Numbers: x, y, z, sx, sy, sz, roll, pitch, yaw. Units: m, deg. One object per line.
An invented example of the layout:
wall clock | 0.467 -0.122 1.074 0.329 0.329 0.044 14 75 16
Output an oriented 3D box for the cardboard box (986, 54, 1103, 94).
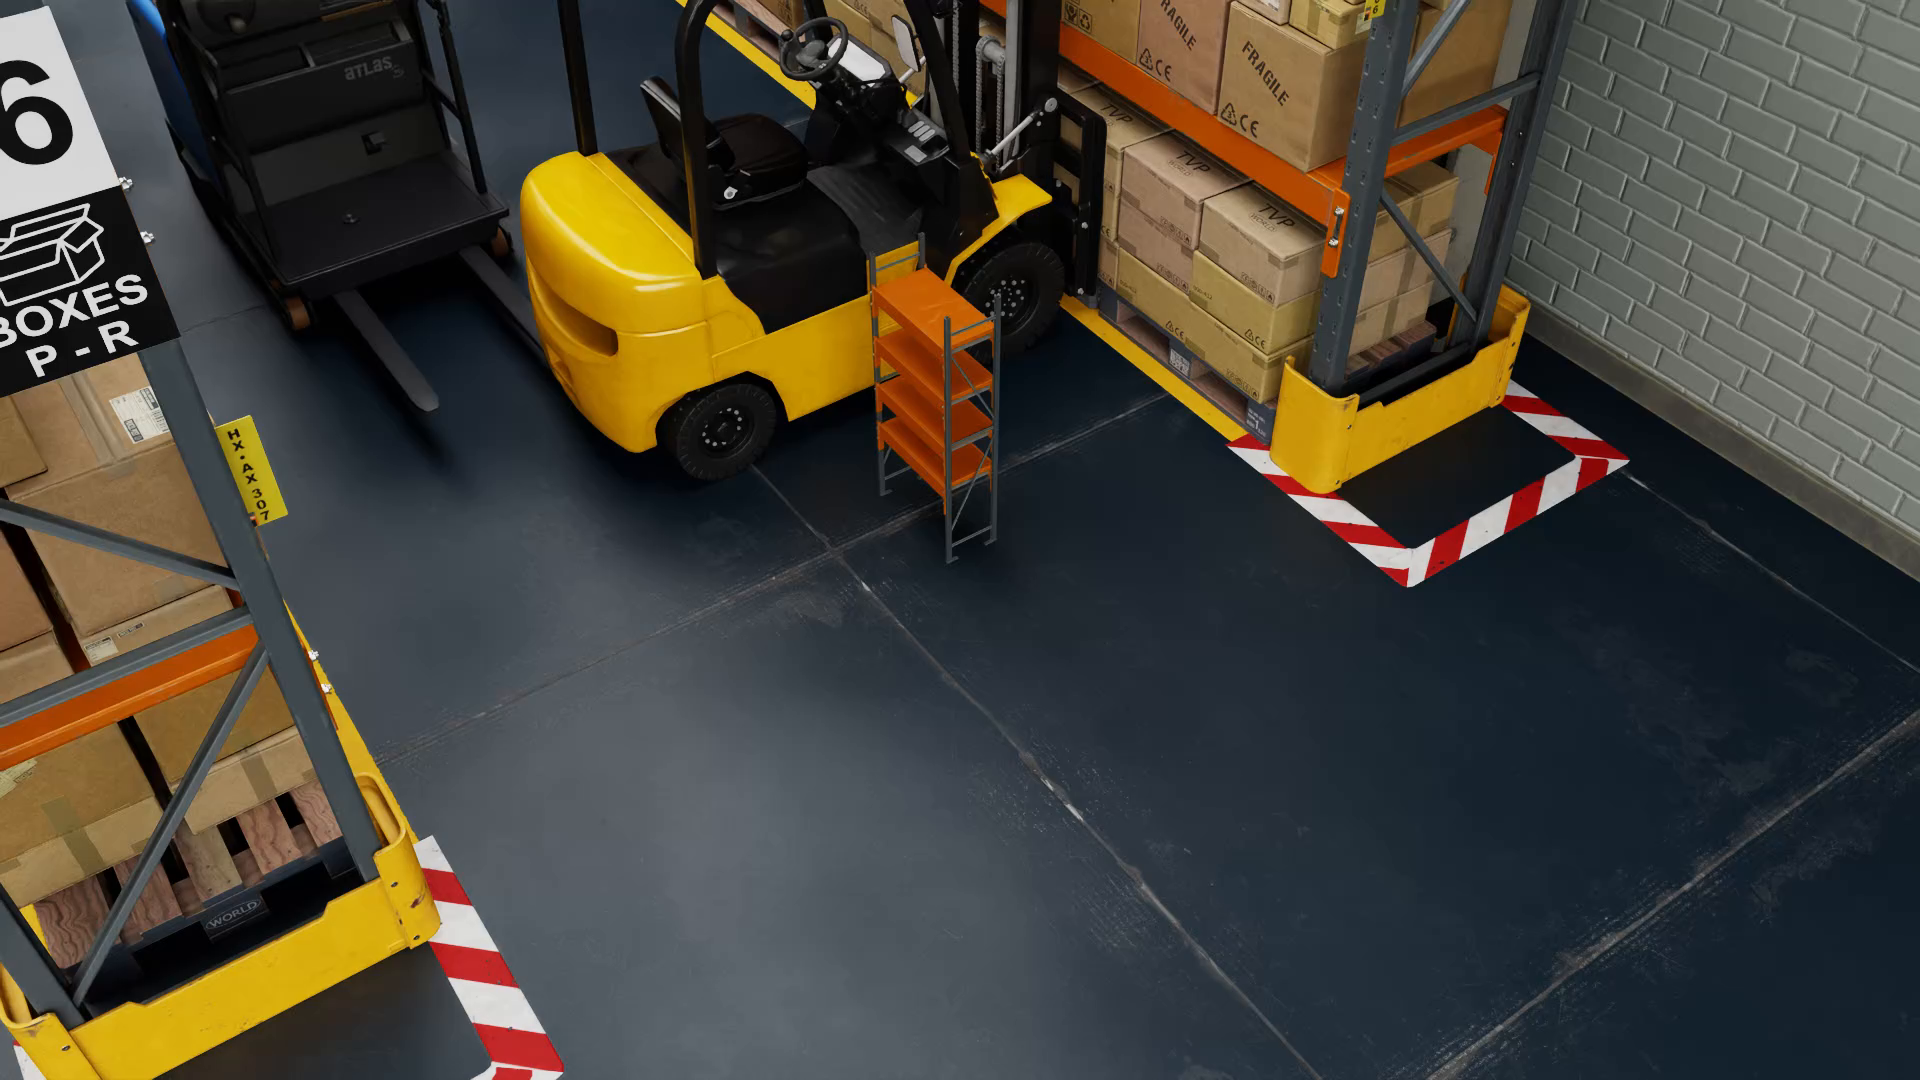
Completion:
cardboard box | 0.466 -2.116 7.757 0.500 0.250 0.500 -27 50 -25

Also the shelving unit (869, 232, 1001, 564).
shelving unit | -0.095 -0.528 6.434 0.258 1.200 0.503 -26 49 -24

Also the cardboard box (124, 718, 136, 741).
cardboard box | -3.179 0.557 5.681 0.500 0.250 0.500 -26 49 -24

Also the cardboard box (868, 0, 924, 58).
cardboard box | -0.122 -2.693 8.362 0.500 0.250 0.500 -26 49 -24

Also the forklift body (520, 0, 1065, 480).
forklift body | -0.718 -1.647 6.917 2.313 2.155 1.214 -26 49 -24

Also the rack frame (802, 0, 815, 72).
rack frame | -0.425 -3.866 8.627 1.000 3.000 0.127 -26 49 -24

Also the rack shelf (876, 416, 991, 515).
rack shelf | -0.095 -0.335 6.617 0.258 0.148 0.480 -26 49 -24

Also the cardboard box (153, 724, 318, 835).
cardboard box | -2.441 0.639 5.596 0.500 0.250 0.500 -26 49 -25

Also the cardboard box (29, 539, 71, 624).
cardboard box | -2.387 0.042 4.716 0.380 0.149 0.250 -25 49 -24

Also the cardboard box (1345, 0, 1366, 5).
cardboard box | 1.485 -2.099 6.018 0.380 0.149 0.250 -26 49 -24

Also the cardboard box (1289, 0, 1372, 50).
cardboard box | 1.435 -1.957 6.086 0.380 0.149 0.250 -25 49 -24

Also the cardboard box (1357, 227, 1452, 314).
cardboard box | 1.765 -1.287 7.251 0.500 0.250 0.500 -25 49 -24

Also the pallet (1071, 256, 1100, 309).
pallet | 0.698 -1.699 8.377 1.003 0.211 1.213 -26 49 -24

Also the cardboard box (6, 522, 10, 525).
cardboard box | -3.025 -0.265 4.568 0.500 0.500 0.500 -26 49 -24

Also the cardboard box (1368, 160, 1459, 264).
cardboard box | 1.743 -1.467 7.077 0.500 0.250 0.500 -26 50 -25

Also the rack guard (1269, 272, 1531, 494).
rack guard | 1.877 -0.683 7.103 1.175 0.500 0.348 -26 49 -24

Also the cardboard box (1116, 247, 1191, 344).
cardboard box | 1.059 -1.185 7.506 0.500 0.250 0.500 -26 49 -24

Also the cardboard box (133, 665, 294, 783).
cardboard box | -2.455 0.354 5.351 0.500 0.500 0.500 -27 50 -26

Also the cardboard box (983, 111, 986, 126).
cardboard box | 0.454 -1.948 7.943 0.500 0.250 0.500 -26 49 -25

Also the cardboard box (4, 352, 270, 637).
cardboard box | -2.249 -0.159 4.457 0.500 0.500 0.500 -26 50 -25

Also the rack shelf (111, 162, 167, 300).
rack shelf | -3.350 -1.595 4.597 1.077 0.370 4.000 -26 49 -24

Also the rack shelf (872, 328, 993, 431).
rack shelf | -0.095 -0.641 6.326 0.258 0.148 0.480 -26 49 -24

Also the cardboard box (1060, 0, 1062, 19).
cardboard box | 0.487 -2.680 7.312 0.500 0.500 0.500 -25 49 -24

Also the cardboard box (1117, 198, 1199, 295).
cardboard box | 1.050 -1.379 7.348 0.500 0.250 0.500 -26 50 -25

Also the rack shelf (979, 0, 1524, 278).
rack shelf | 0.719 -2.473 7.689 1.077 0.370 4.000 -26 49 -24

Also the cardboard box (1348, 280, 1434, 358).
cardboard box | 1.743 -1.113 7.431 0.500 0.250 0.500 -26 49 -24

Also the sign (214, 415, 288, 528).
sign | -1.761 -0.165 4.124 0.100 0.325 0.005 -26 49 -24

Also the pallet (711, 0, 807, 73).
pallet | -0.879 -3.259 10.011 1.003 0.211 1.213 -26 49 -24

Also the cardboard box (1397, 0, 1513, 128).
cardboard box | 1.808 -2.027 6.629 0.500 0.500 0.500 -24 49 -23

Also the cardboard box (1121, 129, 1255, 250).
cardboard box | 1.047 -1.544 7.158 0.500 0.250 0.500 -25 49 -24

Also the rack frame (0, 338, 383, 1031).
rack frame | -2.206 0.362 4.198 1.000 3.000 0.127 -26 49 -24

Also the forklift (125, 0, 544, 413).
forklift | -2.850 -2.421 7.163 1.130 2.935 3.031 -26 50 -25

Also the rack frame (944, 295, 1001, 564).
rack frame | 0.045 -0.390 6.289 0.240 1.200 0.015 -26 49 -24

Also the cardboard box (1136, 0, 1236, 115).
cardboard box | 1.077 -2.109 6.715 0.500 0.500 0.500 -24 49 -23

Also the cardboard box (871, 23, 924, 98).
cardboard box | -0.112 -2.524 8.547 0.500 0.250 0.500 -26 49 -25
